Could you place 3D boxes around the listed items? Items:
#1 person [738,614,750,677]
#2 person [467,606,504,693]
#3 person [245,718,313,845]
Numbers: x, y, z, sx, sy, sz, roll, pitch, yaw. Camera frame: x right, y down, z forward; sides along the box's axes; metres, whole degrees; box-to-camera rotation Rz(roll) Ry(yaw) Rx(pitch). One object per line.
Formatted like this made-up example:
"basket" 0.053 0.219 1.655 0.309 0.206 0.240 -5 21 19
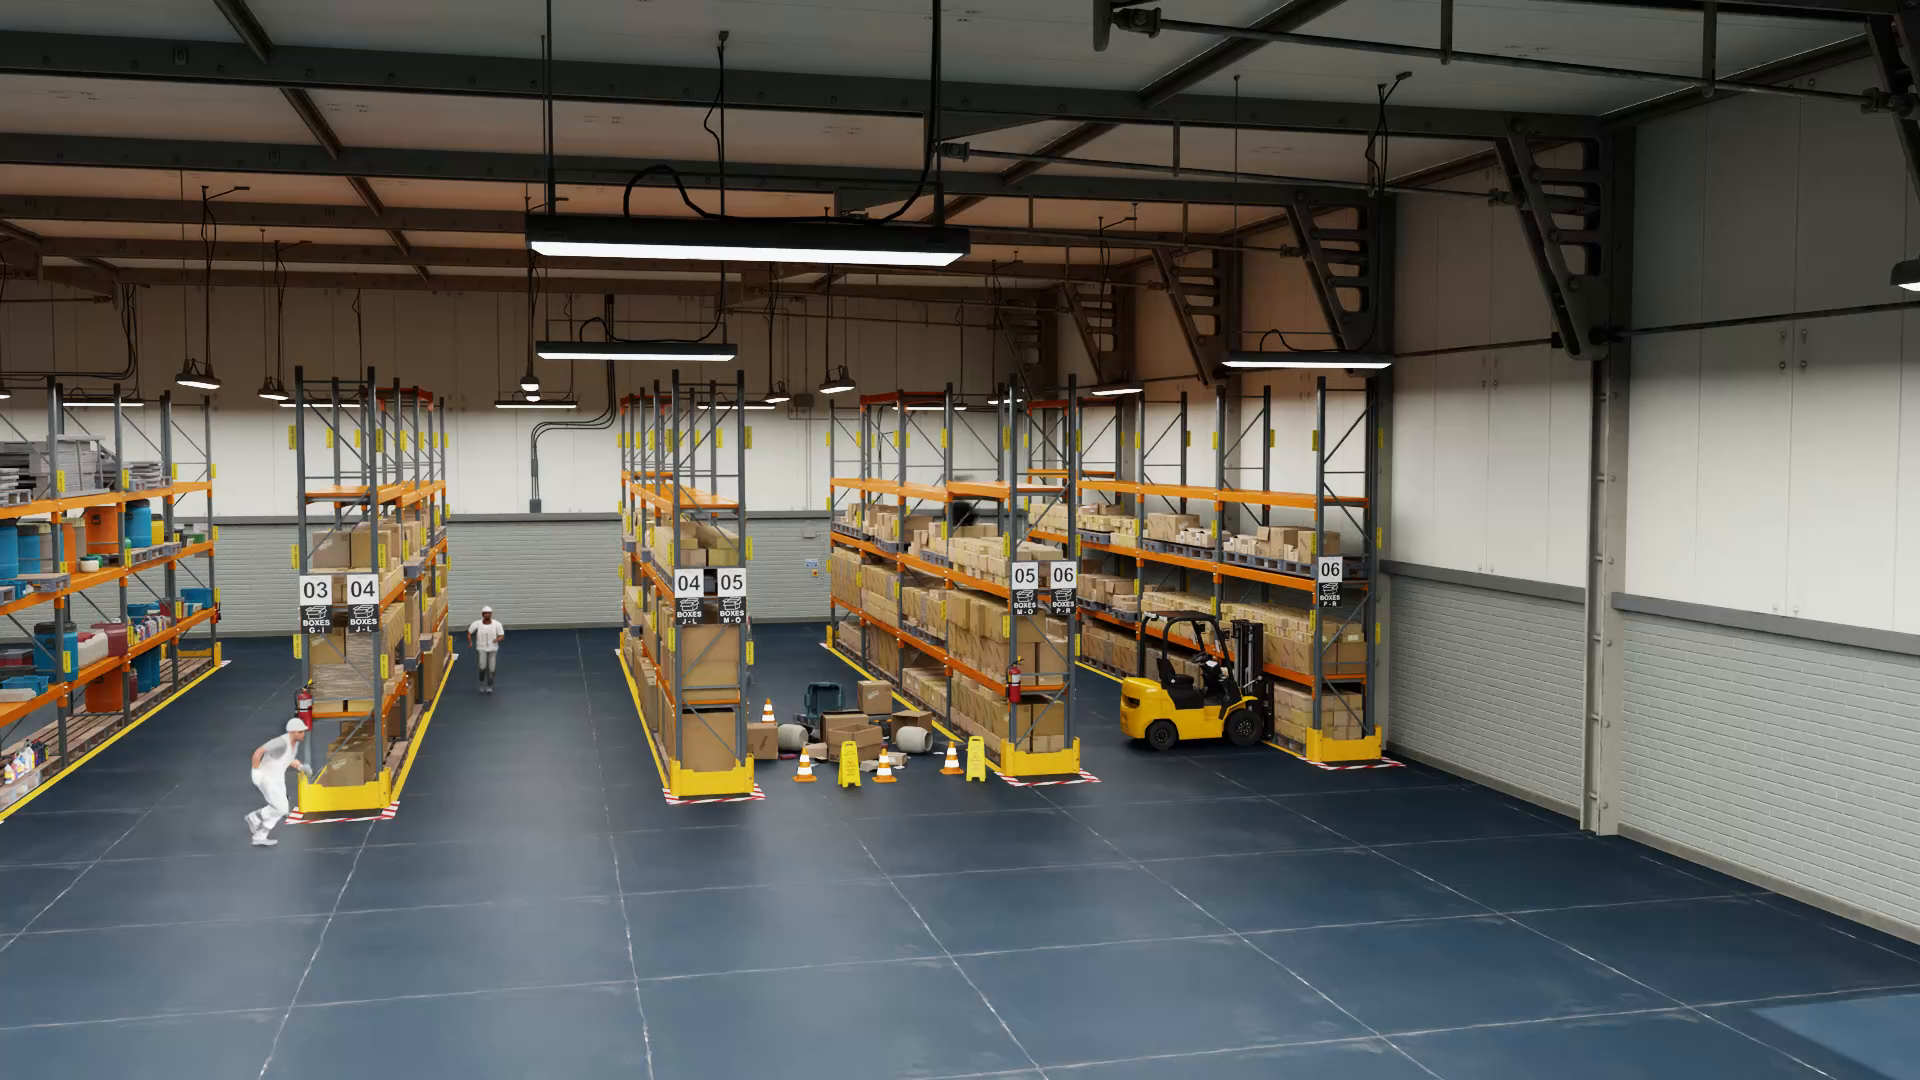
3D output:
"person" -4.720 2.130 35.347 0.750 1.501 0.941 1 3 9
"person" -9.312 2.168 32.700 0.698 1.719 0.636 -1 4 -20
"person" -8.420 2.990 20.470 0.837 1.592 0.699 0 3 7
